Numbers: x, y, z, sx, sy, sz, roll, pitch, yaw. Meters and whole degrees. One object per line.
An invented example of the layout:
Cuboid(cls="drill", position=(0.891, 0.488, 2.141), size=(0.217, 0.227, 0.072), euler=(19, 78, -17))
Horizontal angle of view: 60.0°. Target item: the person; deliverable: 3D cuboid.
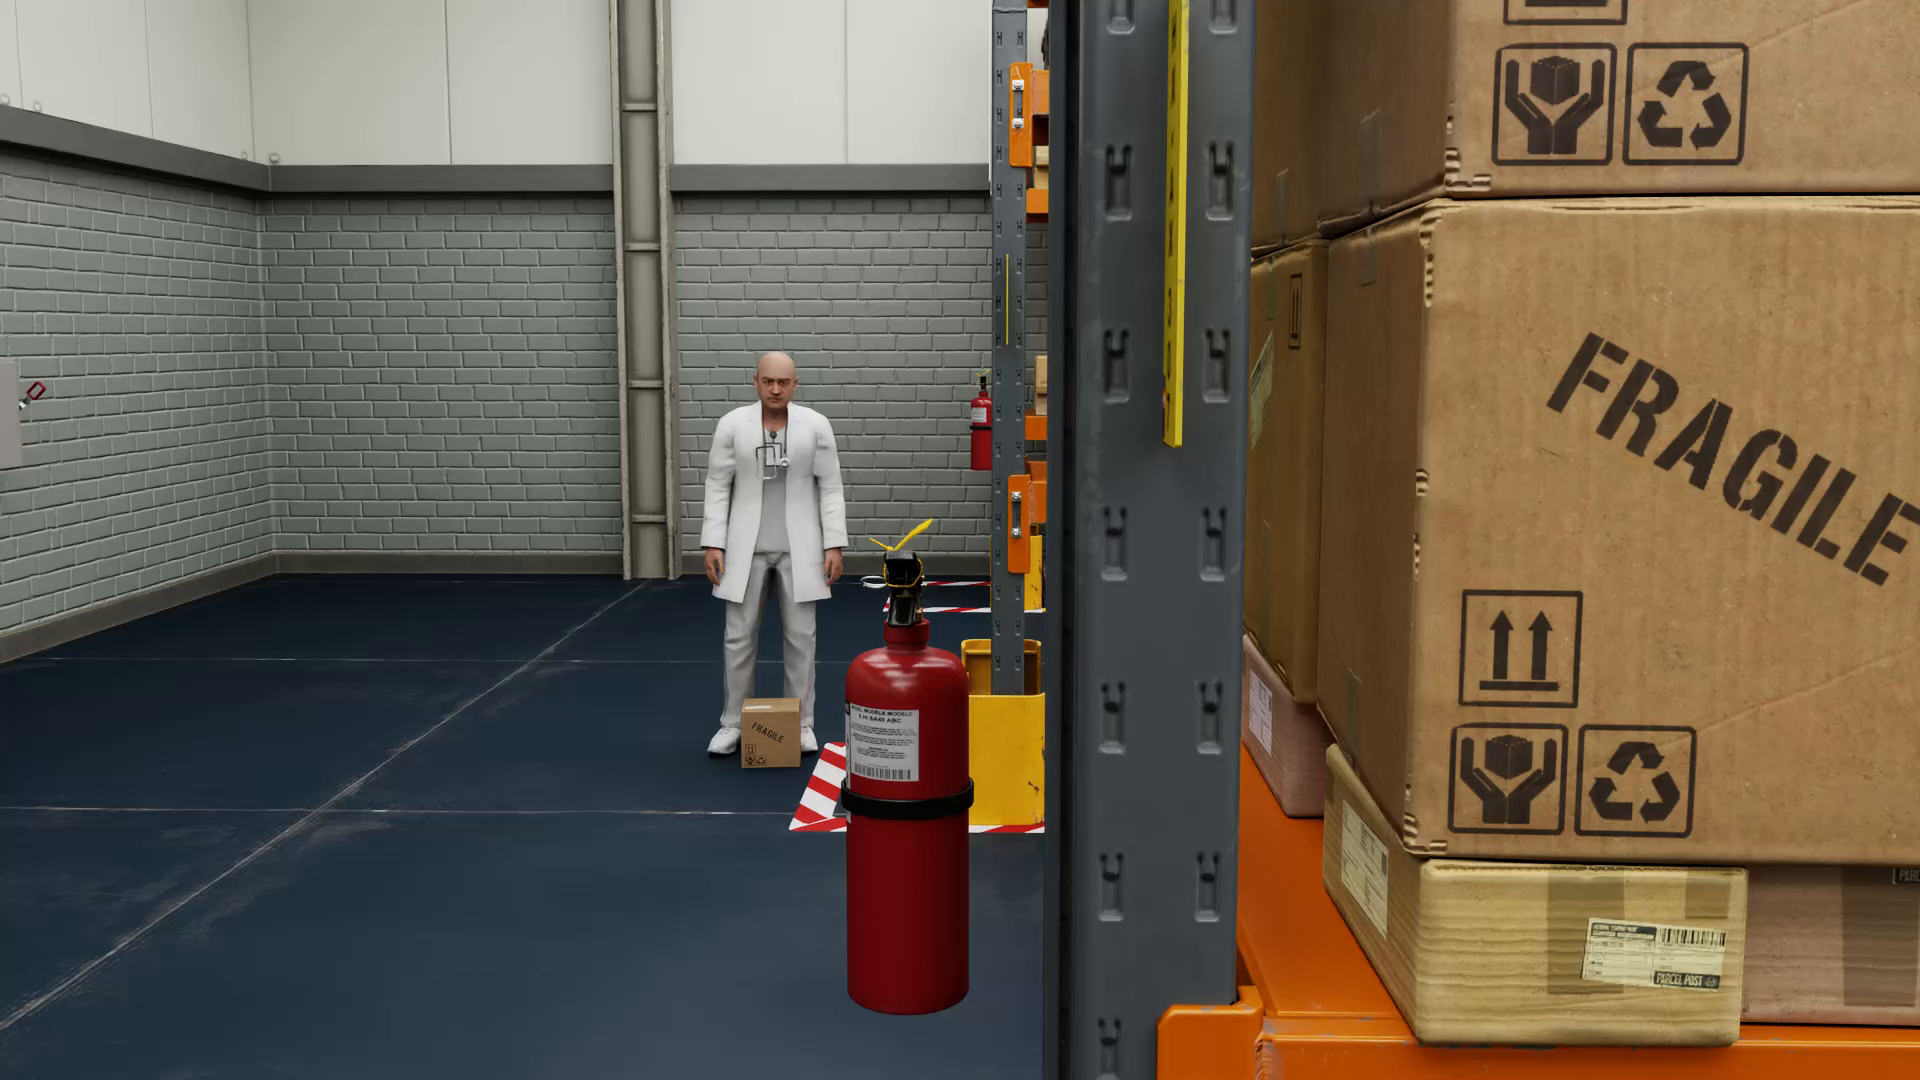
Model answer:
Cuboid(cls="person", position=(-0.825, 0.052, 7.403), size=(0.656, 1.774, 0.417), euler=(-1, 7, -5))
